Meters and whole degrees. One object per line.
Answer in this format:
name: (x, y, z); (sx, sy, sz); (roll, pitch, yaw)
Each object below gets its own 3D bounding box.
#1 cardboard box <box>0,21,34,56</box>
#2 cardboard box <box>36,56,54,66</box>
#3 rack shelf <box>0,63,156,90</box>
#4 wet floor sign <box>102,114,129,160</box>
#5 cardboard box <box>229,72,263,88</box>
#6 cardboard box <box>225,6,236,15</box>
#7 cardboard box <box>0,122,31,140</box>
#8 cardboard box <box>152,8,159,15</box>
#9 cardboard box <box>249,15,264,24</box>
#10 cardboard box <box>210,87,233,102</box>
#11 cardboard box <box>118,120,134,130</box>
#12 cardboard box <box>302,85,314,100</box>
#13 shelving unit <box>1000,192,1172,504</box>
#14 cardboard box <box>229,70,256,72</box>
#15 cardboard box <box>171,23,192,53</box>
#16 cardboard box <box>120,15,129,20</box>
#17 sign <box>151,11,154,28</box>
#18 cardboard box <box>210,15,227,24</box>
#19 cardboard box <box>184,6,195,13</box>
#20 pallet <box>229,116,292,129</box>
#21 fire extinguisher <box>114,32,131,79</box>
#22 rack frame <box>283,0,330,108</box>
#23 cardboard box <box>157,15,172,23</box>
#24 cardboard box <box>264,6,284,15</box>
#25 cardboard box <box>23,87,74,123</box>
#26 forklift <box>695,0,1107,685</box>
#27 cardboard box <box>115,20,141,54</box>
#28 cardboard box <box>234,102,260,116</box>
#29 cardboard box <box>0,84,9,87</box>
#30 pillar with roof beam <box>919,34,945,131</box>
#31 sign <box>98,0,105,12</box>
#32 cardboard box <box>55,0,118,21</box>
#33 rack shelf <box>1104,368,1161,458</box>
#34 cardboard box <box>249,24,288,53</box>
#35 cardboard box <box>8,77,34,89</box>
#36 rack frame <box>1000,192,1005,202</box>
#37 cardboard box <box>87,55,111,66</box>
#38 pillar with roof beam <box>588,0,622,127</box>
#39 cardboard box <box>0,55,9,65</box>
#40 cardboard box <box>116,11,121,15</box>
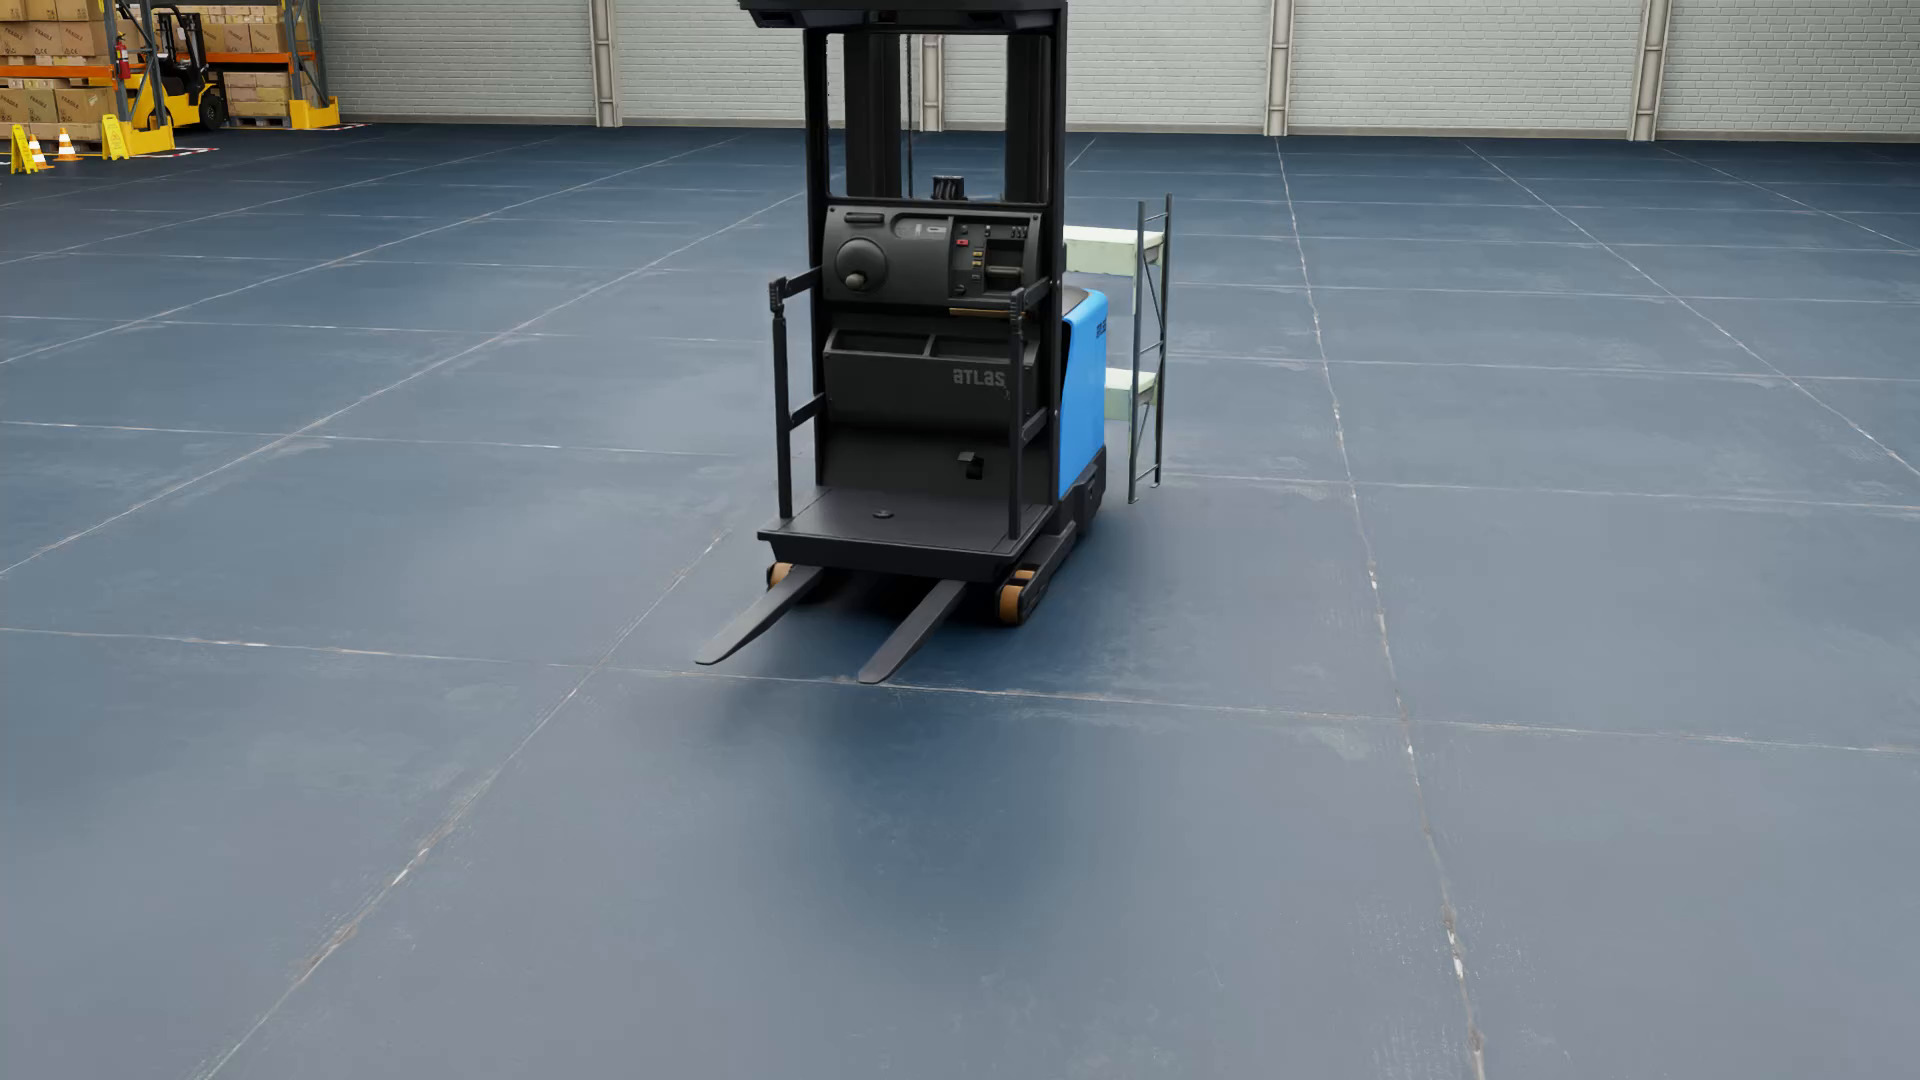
cardboard box: (-14.147, -7.619, 25.221); (0.500, 0.500, 0.500); (3, 19, 8)
cardboard box: (-13.760, -7.271, 25.201); (0.250, 0.149, 0.380); (3, 19, 10)
rack shelf: (-14.555, -7.196, 25.717); (4.000, 0.370, 1.077); (3, 19, 9)
wet floor sign: (-12.563, -5.976, 24.645); (0.232, 0.644, 0.267); (10, 21, 27)
cardboard box: (-12.806, -8.311, 30.010); (0.500, 0.250, 0.500); (3, 19, 10)
cardboard box: (-12.929, -9.483, 29.770); (0.250, 0.149, 0.380); (3, 19, 9)
cardboard box: (-14.449, -6.342, 25.700); (0.500, 0.250, 0.500); (2, 19, 7)
cardboard box: (-14.455, -9.536, 29.927); (0.250, 0.149, 0.380); (3, 19, 8)
cardboard box: (-12.441, -9.280, 29.632); (0.250, 0.149, 0.380); (3, 19, 10)
cardboard box: (-13.334, -8.099, 30.165); (0.500, 0.250, 0.500); (2, 19, 7)
cardboard box: (-13.333, -6.459, 26.052); (0.500, 0.250, 0.500); (3, 19, 8)
cardboard box: (-12.228, -8.213, 30.506); (0.500, 0.250, 0.500); (3, 19, 10)
shelving unit: (0.621, -1.003, 8.437); (0.755, 1.500, 0.431); (9, 21, 26)
cardboard box: (-13.228, -8.498, 30.568); (0.500, 0.250, 0.500); (3, 19, 8)
cardboard box: (-13.839, -9.059, 29.992); (0.500, 0.500, 0.500); (3, 19, 9)
cardboard box: (-14.956, -9.433, 30.089); (0.250, 0.149, 0.380); (3, 19, 9)
sign: (-12.495, -8.017, 25.673); (0.005, 0.325, 0.100); (3, 19, 9)
cardboard box: (-13.201, -9.327, 29.772); (0.250, 0.149, 0.380); (2, 19, 7)
cardboard box: (-13.700, -9.516, 29.866); (0.250, 0.149, 0.380); (3, 19, 9)
pallet: (-12.559, -7.695, 30.469); (1.213, 0.211, 1.003); (3, 19, 9)
fire extinguisher: (-12.541, -7.250, 24.866); (0.183, 0.674, 0.296); (3, 19, 9)
rack frame: (-11.797, -8.992, 29.950); (0.127, 3.000, 1.000); (3, 19, 9)
cardboard box: (-14.214, -9.377, 29.920); (0.250, 0.149, 0.380); (2, 19, 7)
cardboard box: (-12.184, -9.440, 29.641); (0.250, 0.149, 0.380); (3, 19, 9)
cardboard box: (-13.929, -6.672, 25.505); (0.500, 0.500, 0.500); (4, 19, 11)
forklift: (-0.180, -1.182, 6.716); (1.130, 2.935, 3.031); (5, 19, 16)
cardboard box: (-13.004, -7.736, 25.570); (0.500, 0.500, 0.500); (3, 19, 8)
cardboard box: (-12.801, -7.840, 30.179); (0.500, 0.250, 0.500); (3, 19, 9)
cardboard box: (-14.897, -6.893, 26.166); (0.500, 0.500, 0.500); (4, 19, 12)
pillar with roof beam: (-1.176, -10.202, 24.111); (0.400, 9.000, 9.100); (3, 19, 9)
sign: (-12.689, -7.963, 24.552); (0.005, 0.325, 0.100); (3, 19, 9)
cardboard box: (-13.120, -8.057, 24.953); (0.500, 0.500, 0.700); (2, 19, 7)
rack shelf: (0.621, -0.694, 8.541); (0.720, 0.370, 0.431); (9, 21, 26)
cardboard box: (-12.325, -8.982, 29.763); (0.500, 0.500, 0.500); (3, 19, 7)
cardboard box: (-14.294, -6.979, 25.401); (0.250, 0.149, 0.380); (4, 19, 11)
rack frame: (0.296, -1.057, 8.597); (0.023, 1.500, 0.400); (9, 21, 26)
cardboard box: (-12.984, -7.270, 25.198); (0.250, 0.149, 0.380); (4, 19, 10)
pillar with roof beam: (-7.100, -10.504, 25.014); (0.400, 9.000, 9.100); (3, 19, 9)
cardboard box: (-14.490, -7.353, 25.446); (0.250, 0.149, 0.380); (3, 19, 9)
cardboard box: (-15.203, -9.601, 30.122); (0.250, 0.149, 0.380); (3, 19, 9)
